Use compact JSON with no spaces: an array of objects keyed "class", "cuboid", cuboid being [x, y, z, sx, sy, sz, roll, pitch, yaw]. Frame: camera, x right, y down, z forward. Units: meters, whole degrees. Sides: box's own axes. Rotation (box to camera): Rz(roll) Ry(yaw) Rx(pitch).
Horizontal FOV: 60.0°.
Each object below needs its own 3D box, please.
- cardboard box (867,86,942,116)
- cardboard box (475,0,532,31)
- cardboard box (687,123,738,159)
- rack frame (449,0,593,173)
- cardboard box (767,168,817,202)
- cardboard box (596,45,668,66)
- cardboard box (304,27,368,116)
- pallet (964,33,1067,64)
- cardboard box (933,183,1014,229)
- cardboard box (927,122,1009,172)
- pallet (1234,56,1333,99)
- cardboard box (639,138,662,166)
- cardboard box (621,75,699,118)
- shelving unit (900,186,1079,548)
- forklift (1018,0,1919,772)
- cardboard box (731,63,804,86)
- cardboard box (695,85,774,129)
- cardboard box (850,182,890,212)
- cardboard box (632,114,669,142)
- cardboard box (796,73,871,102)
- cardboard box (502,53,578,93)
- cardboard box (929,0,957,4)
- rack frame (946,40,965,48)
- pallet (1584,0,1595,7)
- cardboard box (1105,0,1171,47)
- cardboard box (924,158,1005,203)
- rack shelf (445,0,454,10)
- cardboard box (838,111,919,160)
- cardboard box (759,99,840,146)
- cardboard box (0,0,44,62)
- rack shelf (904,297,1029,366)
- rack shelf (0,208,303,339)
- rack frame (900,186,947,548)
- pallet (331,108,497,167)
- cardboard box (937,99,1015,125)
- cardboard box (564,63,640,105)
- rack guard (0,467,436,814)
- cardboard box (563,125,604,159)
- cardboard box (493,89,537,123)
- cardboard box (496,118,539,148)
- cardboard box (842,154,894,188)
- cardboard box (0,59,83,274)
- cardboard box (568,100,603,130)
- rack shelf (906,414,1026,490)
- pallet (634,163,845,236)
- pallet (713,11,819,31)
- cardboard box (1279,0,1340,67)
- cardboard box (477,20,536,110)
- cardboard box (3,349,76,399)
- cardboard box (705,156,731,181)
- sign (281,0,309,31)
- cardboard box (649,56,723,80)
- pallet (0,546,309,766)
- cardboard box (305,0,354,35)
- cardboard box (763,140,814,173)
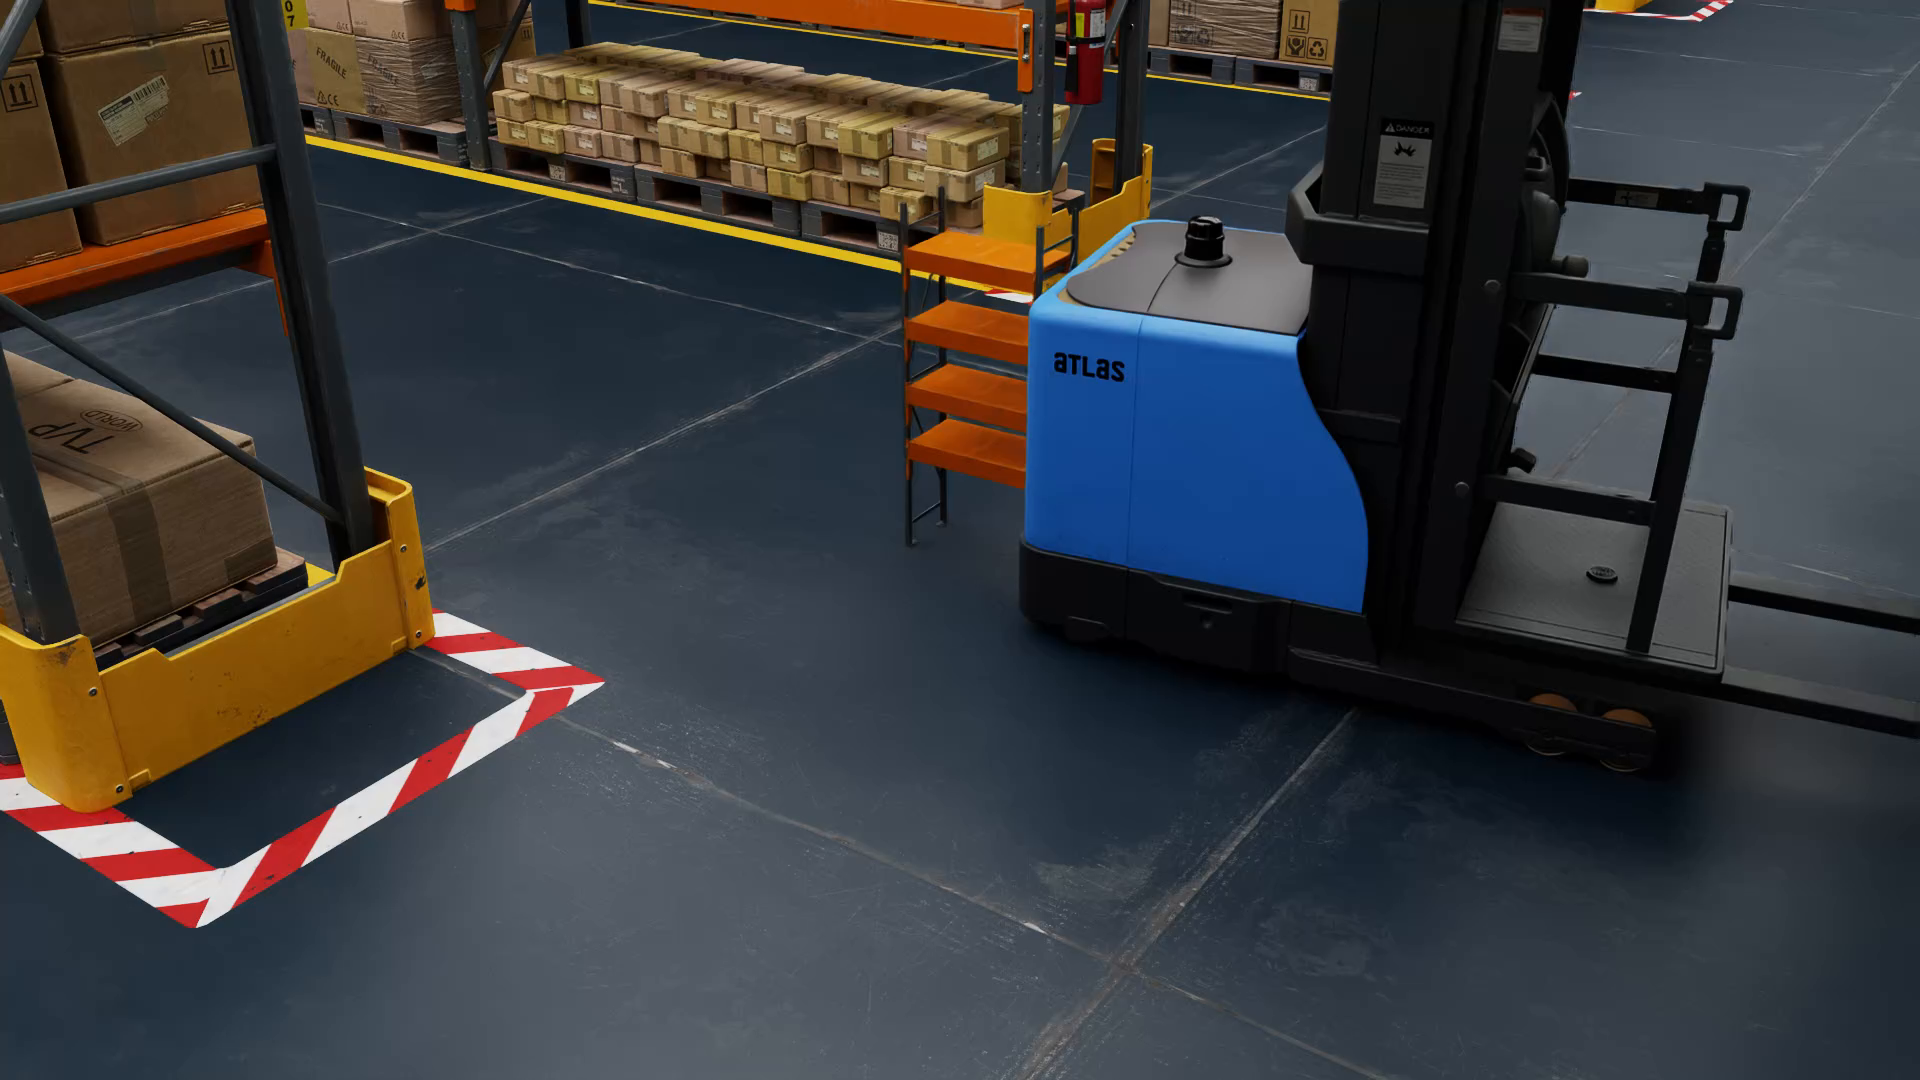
[{"class":"cardboard box","cuboid":[-0.299,-2.370,9.124,0.250,0.149,0.380,16,31,28]},{"class":"cardboard box","cuboid":[-3.135,-3.478,10.744,0.500,0.250,0.500,16,31,28]},{"class":"cardboard box","cuboid":[-1.282,-2.227,9.172,0.250,0.149,0.380,18,32,31]},{"class":"rack frame","cuboid":[-2.675,-3.783,9.876,0.127,3.000,1.000,17,32,30]},{"class":"cardboard box","cuboid":[-0.825,-1.958,8.971,0.250,0.149,0.380,16,31,28]},{"class":"cardboard box","cuboid":[-2.002,-2.920,10.204,0.250,0.149,0.380,18,32,31]},{"class":"cardboard box","cuboid":[-3.851,-3.083,10.795,0.500,0.500,0.500,16,31,29]},{"class":"pallet","cuboid":[0.799,-4.144,13.660,1.213,0.211,1.003,17,32,30]},{"class":"cardboard box","cuboid":[0.070,-1.729,8.521,0.250,0.149,0.380,18,32,31]},{"class":"cardboard box","cuboid":[0.042,-1.978,8.355,0.250,0.149,0.380,18,32,31]},{"class":"pallet","cuboid":[2.810,-3.517,12.428,1.213,0.211,1.003,17,32,30]},{"class":"cardboard box","cuboid":[-1.624,-2.270,9.584,0.250,0.149,0.380,16,31,28]},{"class":"cardboard box","cuboid":[-1.687,-2.505,9.389,0.250,0.149,0.380,18,32,31]},{"class":"shelving unit","cuboid":[0.090,-0.496,5.402,0.503,1.200,0.258,16,31,28]},{"class":"forklift","cuboid":[1.745,-0.951,4.388,3.031,2.935,1.130,11,29,21]},{"class":"cardboard box","cuboid":[-1.118,-2.663,9.699,0.250,0.149,0.380,16,31,29]},{"class":"cardboard box","cuboid":[-1.235,-2.388,9.159,0.250,0.149,0.380,17,32,31]},{"class":"cardboard box","cuboid":[-0.368,-1.857,8.773,0.250,0.149,0.380,17,32,30]},{"class":"cardboard box","cuboid":[-1.643,-2.389,9.489,0.250,0.149,0.380,19,33,33]},{"class":"cardboard box","cuboid":[-0.714,-2.529,9.437,0.250,0.149,0.380,18,32,31]},{"class":"cardboard box","cuboid":[-2.509,-2.798,9.966,0.250,0.149,0.380,19,32,32]},{"class":"cardboard box","cuboid":[0.009,-2.699,8.024,0.250,0.149,0.380,17,32,30]},{"class":"rack frame","cuboid":[0.216,-5.611,13.468,0.127,3.000,1.000,17,32,30]},{"class":"pallet","cuboid":[5.660,-5.419,16.166,1.213,0.211,1.003,17,32,30]},{"class":"cardboard box","cuboid":[1.457,-4.421,13.009,0.875,0.875,0.875,17,32,30]},{"class":"cardboard box","cuboid":[0.025,-1.833,8.398,0.250,0.149,0.380,16,31,29]},{"class":"rack shelf","cuboid":[-4.324,-3.976,11.048,4.000,0.370,1.077,17,32,30]},{"class":"cardboard box","cuboid":[-0.418,-2.083,8.561,0.250,0.149,0.380,17,31,29]},{"class":"cardboard box","cuboid":[-0.848,-2.222,8.833,0.250,0.149,0.380,19,32,32]},{"class":"cardboard box","cuboid":[-2.630,-1.404,3.989,0.500,0.500,0.500,18,32,32]},{"class":"rack shelf","cuboid":[0.090,-0.635,5.331,0.480,0.148,0.258,16,31,28]},{"class":"rack shelf","cuboid":[-3.746,-1.072,5.342,4.000,0.370,1.077,17,32,30]},{"class":"rack frame","cuboid":[-0.117,-0.555,5.518,0.015,1.200,0.240,16,31,28]},{"class":"pallet","cuboid":[-3.318,-2.739,10.900,1.213,0.211,1.003,17,32,30]},{"class":"cardboard box","cuboid":[0.087,-2.225,8.838,0.250,0.149,0.380,18,32,31]},{"class":"cardboard box","cuboid":[-2.079,-2.659,9.692,0.250,0.149,0.380,17,31,30]},{"class":"rack guard","cuboid":[-2.078,0.241,4.725,0.348,0.500,1.175,17,32,30]},{"class":"cardboard box","cuboid":[-2.103,-2.373,9.786,0.250,0.149,0.380,17,32,30]},{"class":"cardboard box","cuboid":[-2.558,-2.619,9.941,0.250,0.149,0.380,19,33,33]},{"class":"cardboard box","cuboid":[-2.557,-2.486,10.007,0.250,0.149,0.380,16,31,28]},{"class":"cardboard box","cuboid":[-0.404,-1.966,8.659,0.250,0.149,0.380,16,31,28]},{"class":"cardboard box","cuboid":[-2.645,-0.948,4.196,0.500,0.500,0.500,18,32,31]},{"class":"cardboard box","cuboid":[-2.077,-2.539,9.783,0.250,0.149,0.380,17,32,30]},{"class":"rack shelf","cuboid":[0.090,-0.259,5.522,0.480,0.148,0.258,16,31,28]},{"class":"pallet","cuboid":[-1.092,-2.068,9.580,1.213,0.211,1.003,17,32,30]},{"class":"pallet","cuboid":[-1.472,-4.851,15.050,1.213,0.211,1.003,17,32,30]},{"class":"cardboard box","cuboid":[2.941,-3.958,12.101,0.875,0.875,0.875,17,32,30]},{"class":"cardboard box","cuboid":[-3.134,-3.145,10.915,0.500,0.500,0.500,19,32,32]},{"class":"cardboard box","cuboid":[-3.457,-0.288,5.371,0.875,0.438,0.875,18,32,32]},{"class":"cardboard box","cuboid":[-1.205,-2.129,9.306,0.250,0.149,0.380,18,32,32]},{"class":"sign","cuboid":[-1.778,-1.506,4.360,0.005,0.325,0.100,17,32,30]},{"class":"cardboard box","cuboid":[-1.623,-2.762,9.895,0.250,0.149,0.380,18,32,32]},{"class":"pallet","cuboid":[-2.801,0.188,5.148,1.213,0.211,1.003,17,32,30]},{"class":"cardboard box","cuboid":[-3.848,-3.424,10.636,0.500,0.250,0.500,19,33,33]},{"class":"cardboard box","cuboid":[-0.838,-2.094,8.910,0.250,0.149,0.380,18,32,31]}]
